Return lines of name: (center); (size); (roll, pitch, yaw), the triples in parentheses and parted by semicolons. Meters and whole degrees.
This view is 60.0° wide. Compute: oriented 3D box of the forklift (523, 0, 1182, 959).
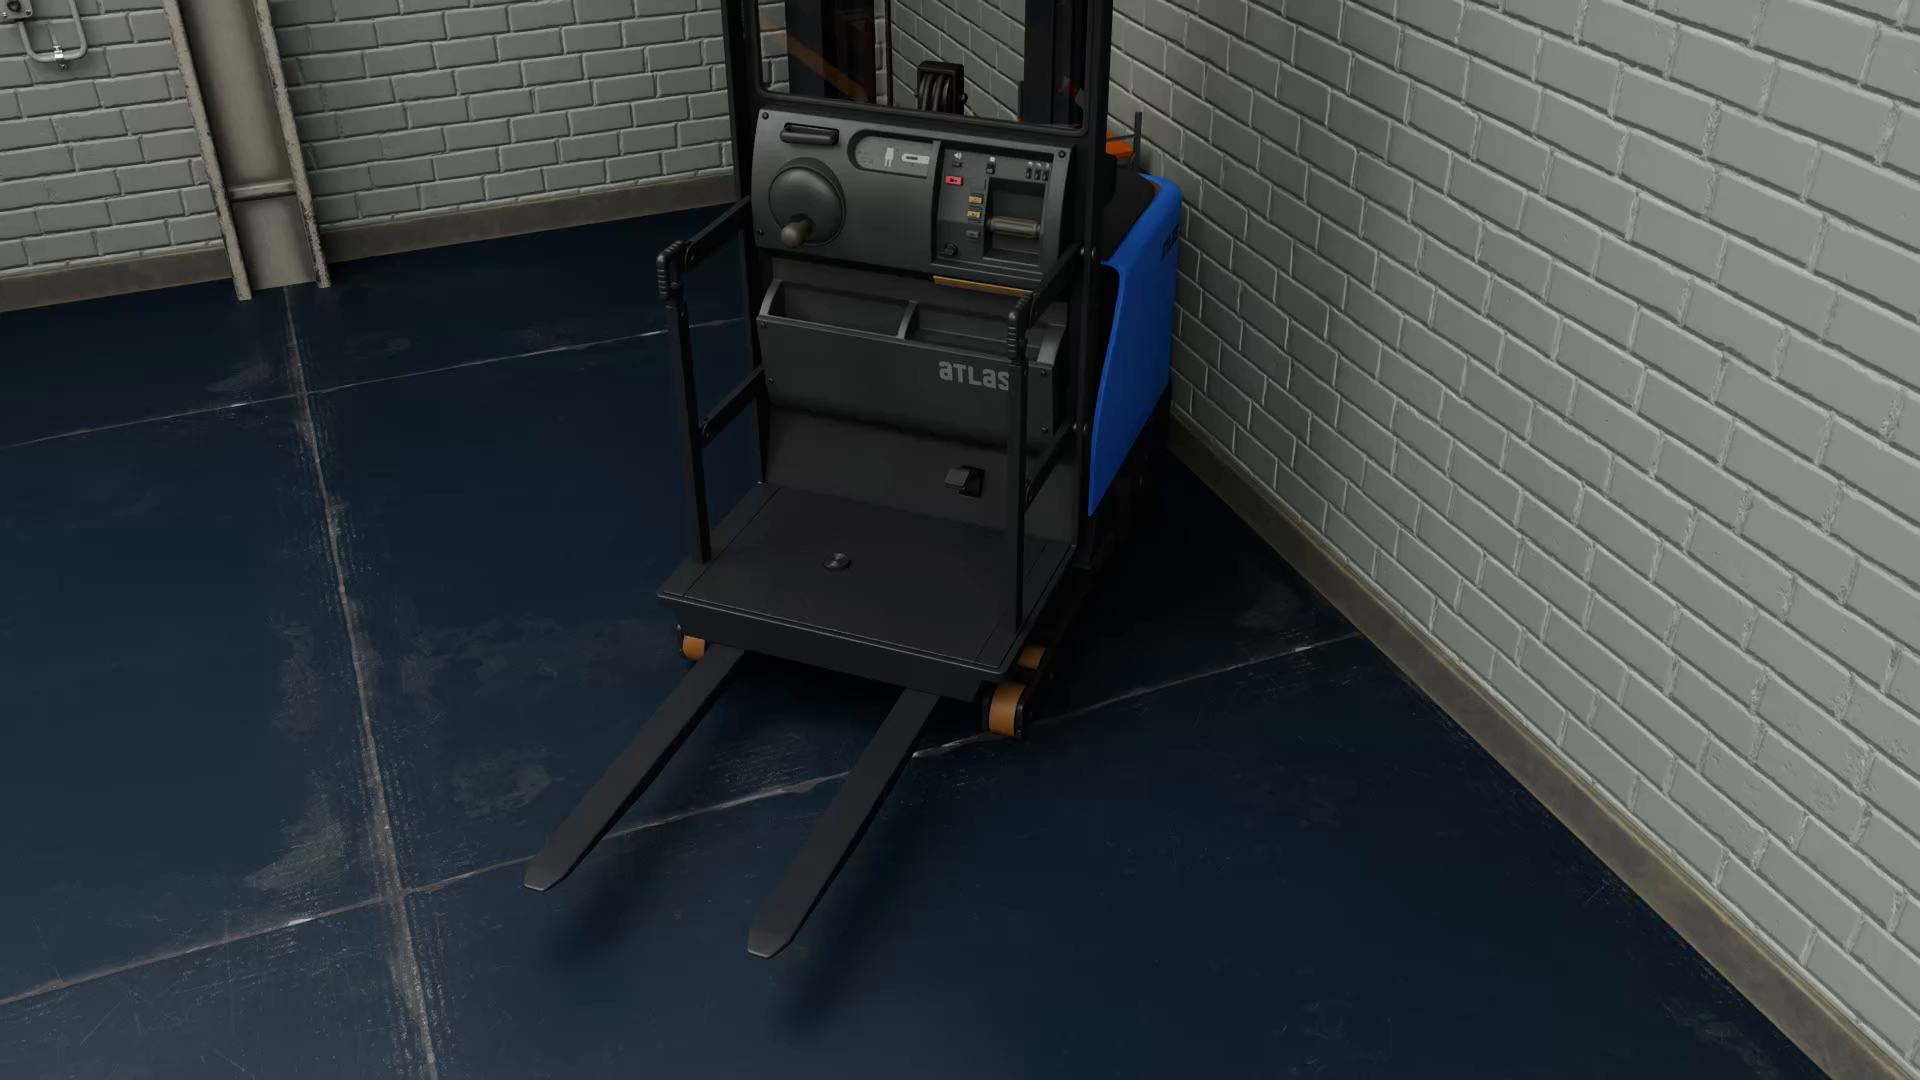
forklift: (-0.221, -0.909, 4.460); (1.130, 2.935, 3.031); (12, 35, 17)

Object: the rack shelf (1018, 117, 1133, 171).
rack shelf: (0.430, -1.432, 6.131); (0.258, 0.148, 0.480); (-14, 36, -20)

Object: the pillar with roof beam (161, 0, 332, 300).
pillar with roof beam: (-1.413, -2.789, 1.786); (0.400, 9.000, 9.100); (-13, 35, -19)

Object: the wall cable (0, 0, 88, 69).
wall cable: (-4.419, -2.606, 6.074); (1.851, 1.984, 0.084); (-13, 35, -19)

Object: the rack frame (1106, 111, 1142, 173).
rack frame: (0.531, -0.982, 6.159); (0.240, 1.200, 0.015); (-14, 36, -20)

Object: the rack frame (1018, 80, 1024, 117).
rack frame: (0.329, -1.224, 6.531); (0.240, 1.200, 0.015); (-14, 36, -20)

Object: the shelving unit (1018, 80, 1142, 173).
shelving unit: (0.430, -1.103, 6.345); (0.258, 1.200, 0.503); (-14, 36, -20)
